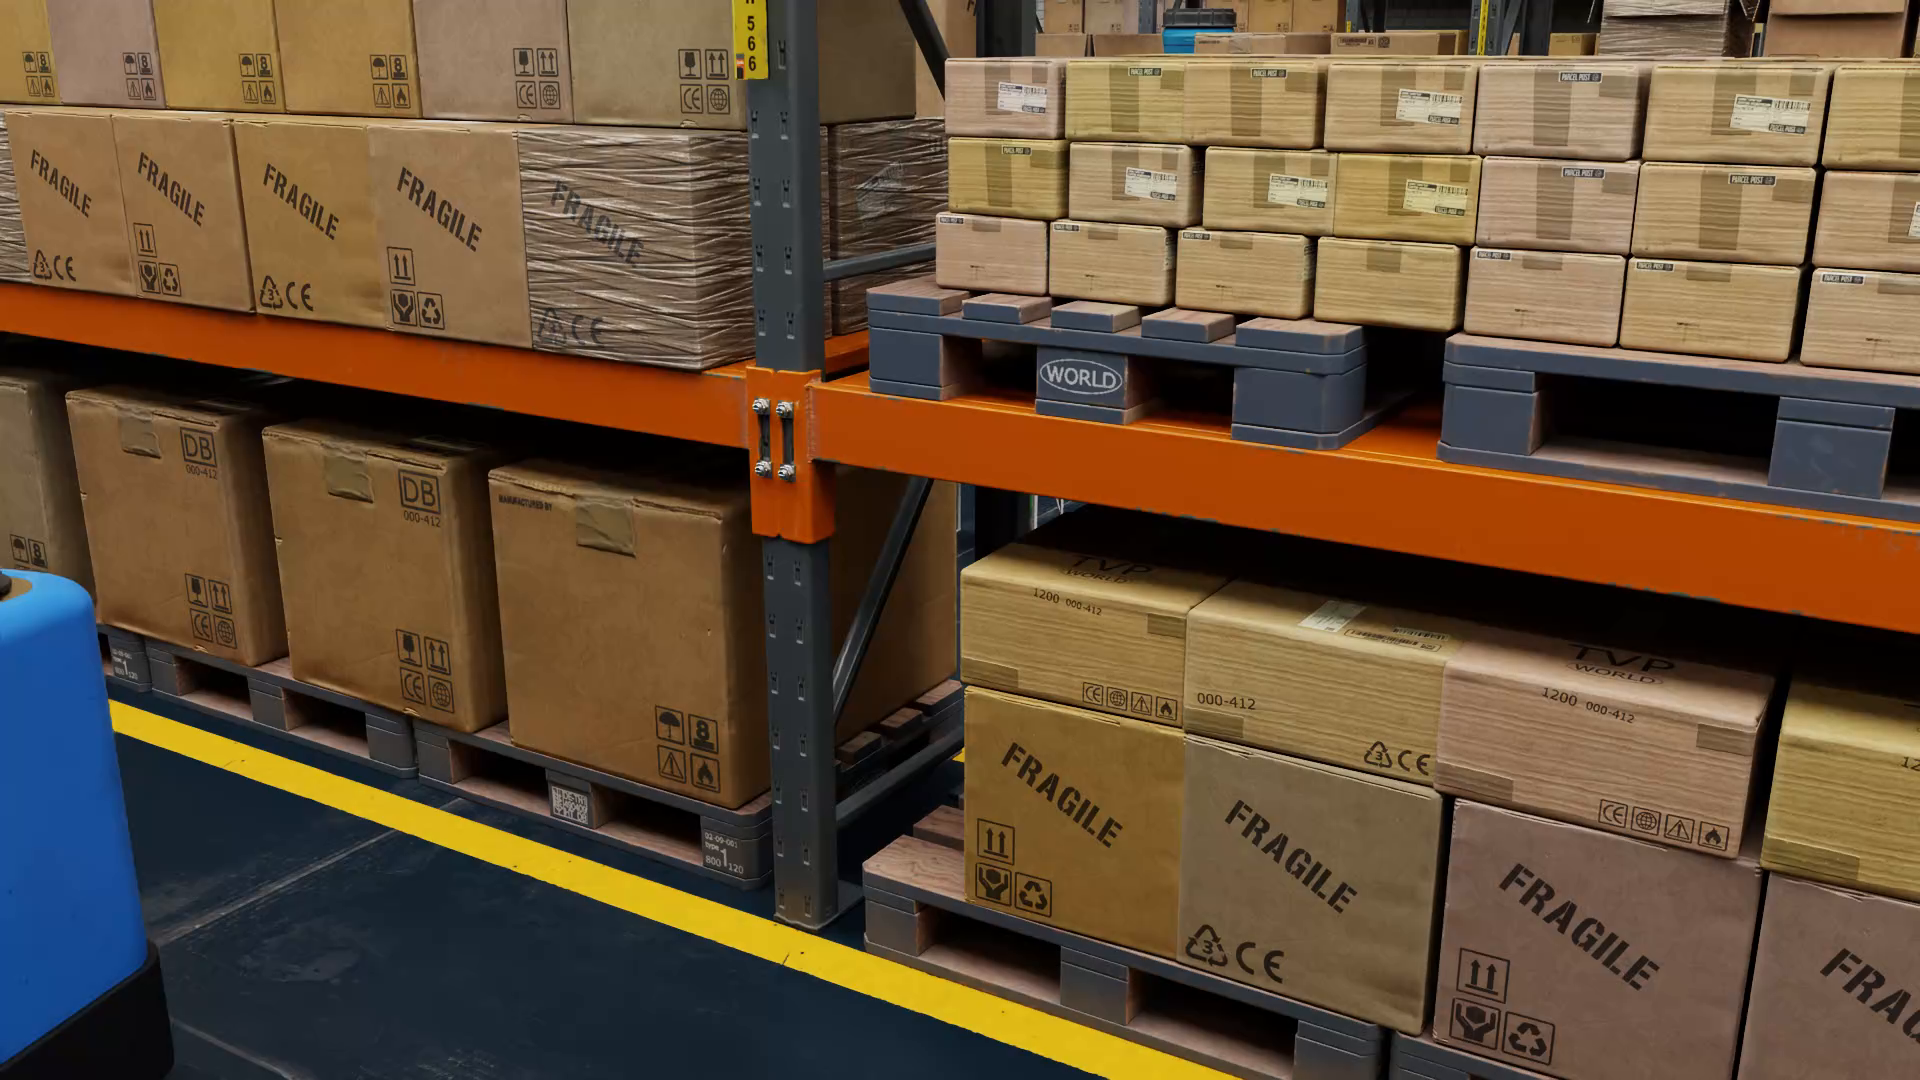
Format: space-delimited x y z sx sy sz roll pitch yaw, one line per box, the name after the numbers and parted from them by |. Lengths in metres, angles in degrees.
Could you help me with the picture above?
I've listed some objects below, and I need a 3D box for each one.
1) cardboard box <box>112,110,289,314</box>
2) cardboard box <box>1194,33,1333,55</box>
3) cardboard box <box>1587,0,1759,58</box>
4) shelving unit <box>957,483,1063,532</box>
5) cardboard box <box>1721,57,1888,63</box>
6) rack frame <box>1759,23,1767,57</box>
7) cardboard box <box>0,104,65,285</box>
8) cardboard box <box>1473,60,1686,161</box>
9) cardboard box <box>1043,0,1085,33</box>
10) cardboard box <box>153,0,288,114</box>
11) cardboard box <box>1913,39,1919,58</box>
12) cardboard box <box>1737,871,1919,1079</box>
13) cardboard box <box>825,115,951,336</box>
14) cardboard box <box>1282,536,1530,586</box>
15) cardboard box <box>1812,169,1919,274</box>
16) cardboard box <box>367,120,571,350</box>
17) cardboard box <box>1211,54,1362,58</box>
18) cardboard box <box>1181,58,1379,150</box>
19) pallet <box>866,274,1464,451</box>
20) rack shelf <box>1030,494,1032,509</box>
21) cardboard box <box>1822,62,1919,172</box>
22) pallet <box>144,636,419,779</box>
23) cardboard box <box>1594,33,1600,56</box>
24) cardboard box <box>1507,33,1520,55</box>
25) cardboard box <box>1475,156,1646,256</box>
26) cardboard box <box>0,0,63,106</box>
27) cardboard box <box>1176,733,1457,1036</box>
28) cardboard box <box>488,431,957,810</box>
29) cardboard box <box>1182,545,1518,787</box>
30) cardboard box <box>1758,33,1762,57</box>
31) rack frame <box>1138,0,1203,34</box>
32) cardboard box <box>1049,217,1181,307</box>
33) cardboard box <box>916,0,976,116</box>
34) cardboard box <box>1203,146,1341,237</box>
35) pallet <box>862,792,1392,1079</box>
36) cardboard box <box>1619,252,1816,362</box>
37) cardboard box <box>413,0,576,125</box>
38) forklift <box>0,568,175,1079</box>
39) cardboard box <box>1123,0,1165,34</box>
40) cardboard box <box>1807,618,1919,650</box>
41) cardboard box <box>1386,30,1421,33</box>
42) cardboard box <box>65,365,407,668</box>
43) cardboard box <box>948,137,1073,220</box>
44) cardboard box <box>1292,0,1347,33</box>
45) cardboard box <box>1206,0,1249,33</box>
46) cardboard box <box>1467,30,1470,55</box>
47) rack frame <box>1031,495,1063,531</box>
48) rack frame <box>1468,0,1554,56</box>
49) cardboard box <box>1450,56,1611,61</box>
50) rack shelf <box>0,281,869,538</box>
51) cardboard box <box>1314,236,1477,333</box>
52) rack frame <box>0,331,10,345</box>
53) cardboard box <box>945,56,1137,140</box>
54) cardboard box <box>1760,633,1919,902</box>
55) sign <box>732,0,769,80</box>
-1.937 -0.930 4.609 0.500 0.500 0.500 10 20 31 | cardboard box
1.549 -2.245 8.216 0.500 0.500 0.700 14 22 38 | cardboard box
3.173 -2.276 7.316 0.637 0.503 0.797 11 20 32 | cardboard box
0.141 -0.549 6.624 0.503 1.200 0.258 10 20 30 | shelving unit
1.635 -0.858 3.231 0.250 0.149 0.380 11 20 33 | cardboard box
7.746 -4.317 15.931 0.127 3.000 1.000 10 20 30 | rack frame
-2.794 -1.084 5.116 0.500 0.500 0.500 10 20 30 | cardboard box
1.063 -0.738 2.836 0.250 0.149 0.380 11 20 33 | cardboard box
1.365 -6.120 19.463 0.500 0.500 0.700 10 20 30 | cardboard box
-1.806 -1.480 4.699 0.500 0.500 0.700 10 20 30 | cardboard box
11.057 -5.525 19.190 0.500 0.500 0.500 11 20 32 | cardboard box
1.651 0.745 2.845 0.500 0.500 0.500 10 19 29 | cardboard box
-0.365 -0.834 4.293 0.500 0.500 0.500 10 20 31 | cardboard box
1.033 0.099 3.683 0.500 0.250 0.500 10 20 31 | cardboard box
1.513 -0.515 2.614 0.250 0.149 0.380 11 20 32 | cardboard box
-1.072 -0.777 4.106 0.500 0.500 0.500 10 20 30 | cardboard box
0.747 -1.016 3.752 0.250 0.149 0.380 10 19 29 | cardboard box
0.606 -0.819 3.104 0.250 0.149 0.380 10 20 30 | cardboard box
0.540 -0.477 3.621 1.003 0.211 1.213 10 20 30 | pallet
0.141 -0.258 6.712 0.480 0.148 0.258 10 20 30 | rack shelf
1.500 -0.659 2.578 0.250 0.149 0.380 10 19 29 | cardboard box
-1.791 0.359 5.336 1.213 0.211 1.003 10 20 30 | pallet
8.392 -6.146 21.024 0.500 0.500 0.700 13 21 38 | cardboard box
7.343 -6.325 21.614 0.500 0.500 0.700 10 20 30 | cardboard box
1.072 -0.594 2.873 0.250 0.149 0.380 10 20 30 | cardboard box
-2.666 -1.634 5.206 0.500 0.500 0.700 10 19 29 | cardboard box
0.776 0.591 3.354 0.500 0.500 0.500 10 20 31 | cardboard box
-0.595 0.110 4.507 0.750 0.750 1.050 10 19 29 | cardboard box
0.770 0.227 3.259 0.500 0.250 0.500 10 19 29 | cardboard box
9.930 -5.871 20.121 0.500 0.500 0.700 8 18 24 | cardboard box
1.742 -3.699 13.897 0.127 3.000 1.000 10 20 30 | rack frame
0.381 -0.573 3.315 0.250 0.149 0.380 11 20 33 | cardboard box
-0.246 -2.805 9.199 1.000 1.000 1.000 10 20 30 | cardboard box
0.645 -0.670 3.124 0.250 0.149 0.380 9 19 28 | cardboard box
0.542 0.803 3.875 1.213 0.211 1.003 10 20 30 | pallet
1.283 -0.412 2.787 0.250 0.149 0.380 10 20 31 | cardboard box
-0.932 -1.324 4.188 0.500 0.500 0.700 10 19 29 | cardboard box
-3.110 -0.301 2.831 3.031 2.935 1.130 5 18 16 | forklift
2.246 -5.965 18.953 0.500 0.500 0.700 10 20 30 | cardboard box
1.906 0.257 3.162 0.500 0.250 0.500 11 20 32 | cardboard box
5.934 -6.519 22.115 0.500 0.500 0.500 10 20 30 | cardboard box
-2.136 -0.164 5.408 0.750 0.750 1.050 10 20 30 | cardboard box
0.183 -0.751 3.389 0.250 0.149 0.380 11 20 33 | cardboard box
3.956 -5.660 17.948 0.500 0.500 0.700 10 20 30 | cardboard box
3.098 -5.813 18.452 0.500 0.500 0.700 10 20 30 | cardboard box
6.636 -6.572 22.291 0.500 0.500 0.500 10 19 29 | cardboard box
0.349 -0.512 6.502 0.015 1.200 0.240 10 20 30 | rack frame
2.558 -1.864 7.856 0.127 3.000 1.000 10 20 30 | rack frame
1.200 -0.937 3.491 0.250 0.149 0.380 11 20 32 | cardboard box
-1.828 -0.611 4.969 4.000 0.370 1.077 10 20 30 | rack shelf
0.842 -0.491 3.046 0.250 0.149 0.380 11 20 33 | cardboard box
-3.532 -1.259 5.866 0.127 3.000 1.000 10 20 30 | rack frame
0.173 -0.897 3.360 0.250 0.149 0.380 10 20 30 | cardboard box
1.629 0.385 2.741 0.500 0.250 0.500 9 19 28 | cardboard box
-0.411 -1.067 3.240 0.005 0.325 0.100 10 20 30 | sign
